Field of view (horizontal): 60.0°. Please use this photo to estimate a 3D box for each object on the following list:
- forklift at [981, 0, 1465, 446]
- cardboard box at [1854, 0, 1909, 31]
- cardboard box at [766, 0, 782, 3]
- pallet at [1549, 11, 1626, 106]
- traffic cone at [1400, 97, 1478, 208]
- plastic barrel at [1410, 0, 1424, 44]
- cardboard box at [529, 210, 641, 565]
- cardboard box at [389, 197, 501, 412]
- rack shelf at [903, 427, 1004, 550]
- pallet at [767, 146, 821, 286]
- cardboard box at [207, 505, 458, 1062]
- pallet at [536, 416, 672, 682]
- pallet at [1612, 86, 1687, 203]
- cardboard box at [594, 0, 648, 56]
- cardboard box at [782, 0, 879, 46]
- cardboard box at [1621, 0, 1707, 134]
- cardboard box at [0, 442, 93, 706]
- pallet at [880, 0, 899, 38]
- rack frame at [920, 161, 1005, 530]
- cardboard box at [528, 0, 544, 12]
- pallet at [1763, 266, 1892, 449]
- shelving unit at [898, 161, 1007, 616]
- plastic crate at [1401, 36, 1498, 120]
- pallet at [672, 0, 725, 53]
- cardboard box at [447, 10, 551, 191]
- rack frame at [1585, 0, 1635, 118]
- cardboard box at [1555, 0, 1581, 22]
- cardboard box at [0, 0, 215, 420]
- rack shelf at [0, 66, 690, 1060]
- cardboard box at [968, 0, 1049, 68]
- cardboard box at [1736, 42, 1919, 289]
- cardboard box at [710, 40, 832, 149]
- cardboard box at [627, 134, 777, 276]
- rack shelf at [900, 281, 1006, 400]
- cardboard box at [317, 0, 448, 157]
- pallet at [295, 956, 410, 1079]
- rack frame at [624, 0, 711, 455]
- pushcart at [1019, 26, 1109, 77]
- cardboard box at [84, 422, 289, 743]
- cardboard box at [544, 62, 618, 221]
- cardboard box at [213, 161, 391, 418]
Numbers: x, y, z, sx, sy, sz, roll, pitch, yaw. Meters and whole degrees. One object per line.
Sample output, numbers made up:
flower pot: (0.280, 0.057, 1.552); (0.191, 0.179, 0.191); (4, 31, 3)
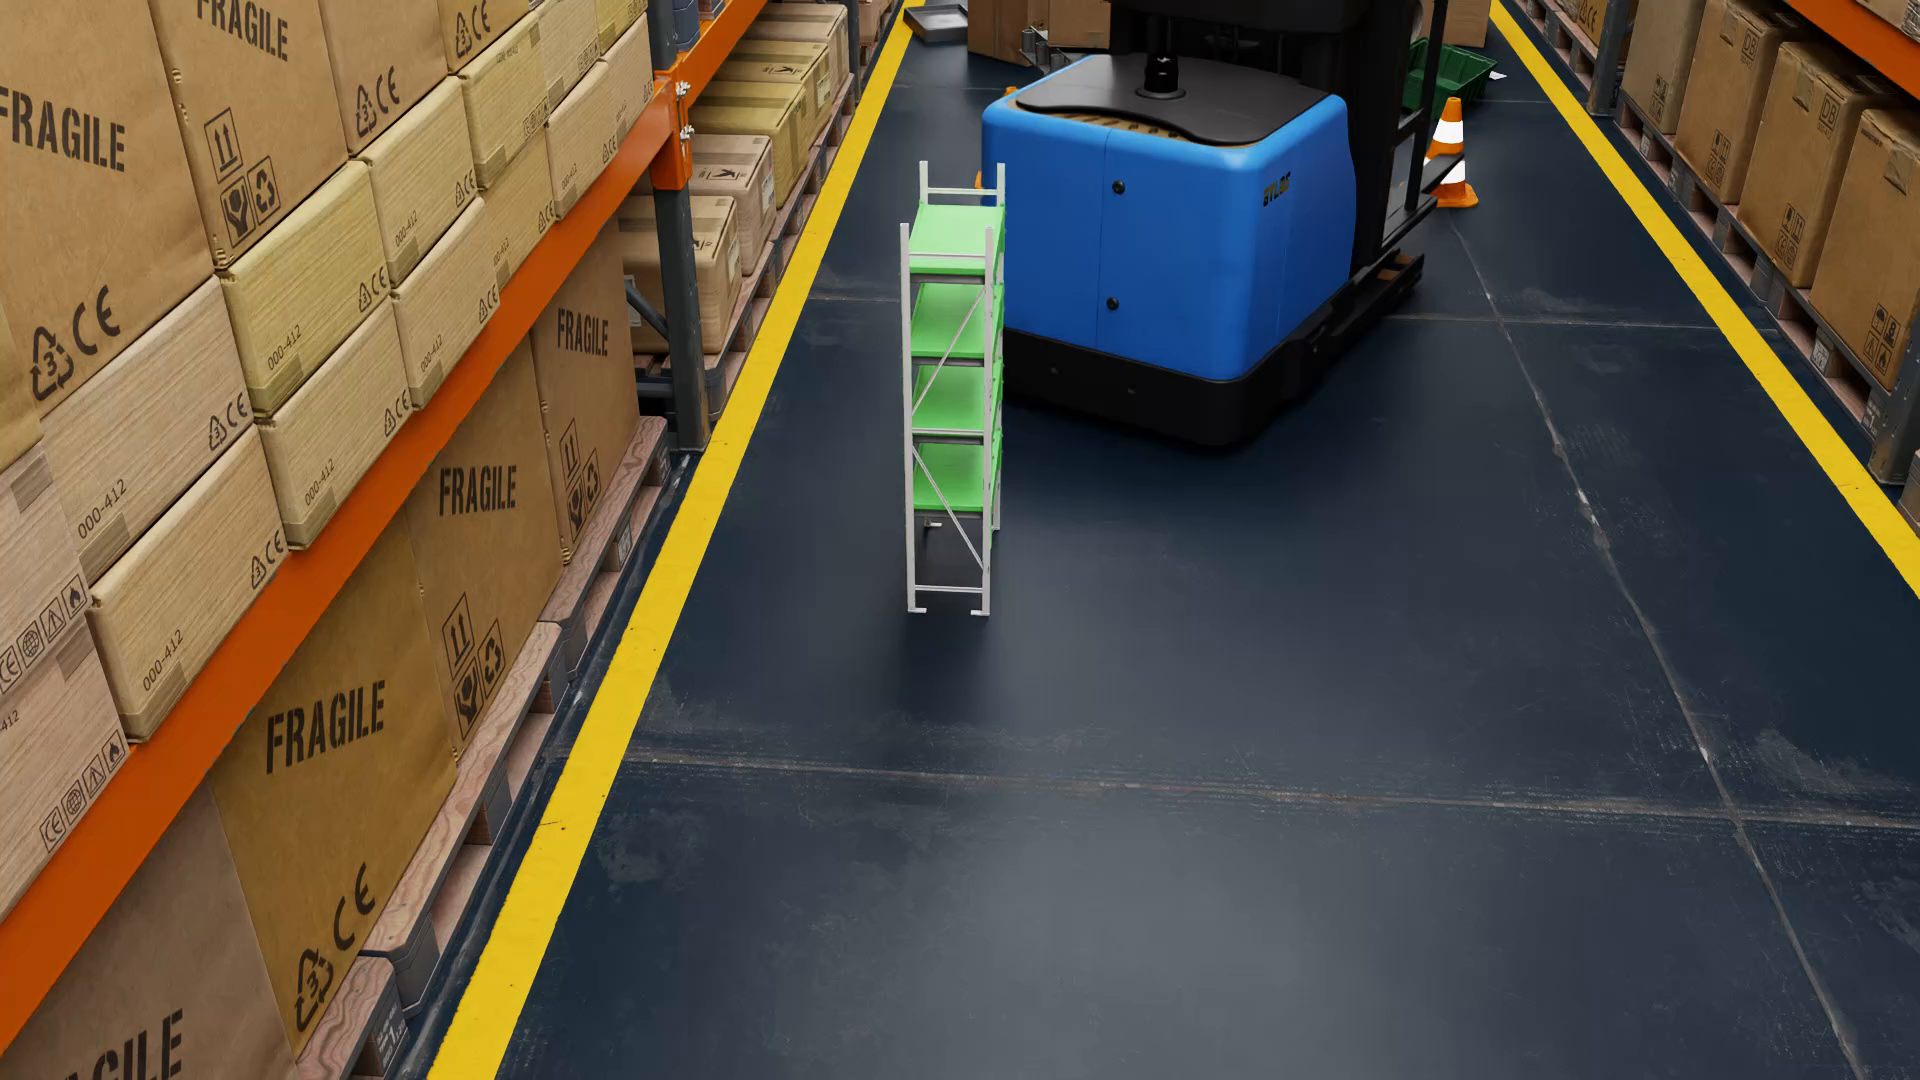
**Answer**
forklift: (1.268, -2.302, 6.191); (1.130, 2.935, 3.031); (18, 36, 27)
cardboard box: (3.378, -2.016, 5.566); (0.500, 0.500, 0.500); (2, 32, 4)
cardboard box: (-1.269, -3.044, 9.551); (0.500, 0.250, 0.500); (4, 32, 6)
pallet: (4.032, -2.764, 9.534); (1.003, 0.211, 1.213); (2, 32, 4)
traffic cone: (2.278, -1.840, 7.795); (0.336, 0.463, 0.334); (2, 32, 4)
plastic barrel: (2.456, -3.119, 9.907); (0.512, 0.421, 0.421); (27, 41, 37)
cardboard box: (-1.514, -0.541, 4.893); (0.875, 0.875, 0.875); (2, 32, 4)
cardboard box: (-1.254, -0.486, 3.323); (0.500, 0.250, 0.500); (2, 32, 3)
rack shelf: (-0.013, -0.166, 4.954); (0.258, 0.148, 0.480); (2, 32, 4)
pallet: (-1.208, -1.482, 7.453); (1.003, 0.211, 1.213); (2, 32, 4)
cardboard box: (-1.664, 0.393, 3.378); (0.875, 0.875, 0.875); (3, 32, 5)
pallet: (-1.514, -0.028, 5.094); (1.003, 0.211, 1.213); (2, 32, 4)
pallet: (3.905, -1.963, 8.234); (1.003, 0.211, 1.213); (2, 32, 4)
cardboard box: (-1.161, -1.509, 4.506); (0.500, 0.250, 0.500); (2, 32, 4)
cardboard box: (-0.732, -3.021, 9.513); (0.500, 0.250, 0.500); (1, 32, 2)
cardboard box: (3.932, -2.450, 8.110); (1.050, 0.750, 0.750); (2, 32, 4)
cardboard box: (-1.384, 0.101, 1.894); (0.500, 0.250, 0.500); (2, 32, 3)
pallet: (-0.933, -3.521, 10.762); (1.003, 0.211, 1.213); (2, 32, 4)
rack frame: (0.006, -0.552, 5.002); (0.240, 1.200, 0.015); (2, 32, 4)
cardboard box: (-1.190, -1.542, 3.845); (0.500, 0.500, 0.500); (3, 32, 5)
pallet: (3.706, -0.687, 6.164); (1.003, 0.211, 1.213); (2, 32, 4)
shelving unit: (-0.013, -0.424, 4.795); (0.258, 1.200, 0.503); (2, 32, 4)
plastic crate: (2.601, -2.531, 9.124); (0.450, 0.188, 0.662); (29, 41, 23)
pallet: (-1.423, -1.919, 5.688); (1.213, 0.211, 1.003); (2, 32, 4)
cardboard box: (-1.221, -0.972, 3.634); (0.500, 0.250, 0.500); (2, 32, 3)
rack frame: (3.892, -3.557, 8.163); (1.000, 3.000, 0.127); (2, 32, 4)
cardboard box: (4.083, -3.629, 9.904); (0.875, 0.875, 0.875); (3, 32, 4)
cardboard box: (-1.365, -0.486, 2.130); (0.500, 0.500, 0.500); (2, 32, 4)
rack shelf: (-1.538, -0.272, 3.518); (1.077, 0.370, 4.000); (2, 32, 4)
cardboard box: (0.394, -3.155, 9.890); (0.500, 0.500, 0.500); (27, 41, 37)
cardboard box: (3.774, -1.458, 6.501); (1.050, 0.750, 0.750); (3, 32, 5)
cardboard box: (-1.145, -2.125, 7.944); (0.950, 0.372, 0.625); (4, 32, 7)
cardboard box: (-1.267, -1.365, 6.711); (0.950, 0.372, 0.625); (2, 32, 3)
rack shelf: (-0.013, -0.574, 4.702); (0.258, 0.148, 0.480); (2, 32, 4)
cardboard box: (-1.285, -1.018, 2.995); (0.500, 0.500, 0.500); (2, 32, 3)
pallet: (-1.713, 1.248, 3.023); (1.003, 0.211, 1.213); (2, 32, 4)
rack frame: (-1.375, -1.624, 5.026); (1.000, 3.000, 0.127); (2, 32, 4)
pushcart: (1.227, -2.528, 8.992); (1.648, 0.377, 0.936); (-8, 33, -13)
cardboard box: (-1.361, 0.042, 2.466); (0.500, 0.250, 0.500); (2, 32, 3)
cardboard box: (-1.183, -1.017, 4.184); (0.500, 0.250, 0.500); (3, 32, 5)
cardboard box: (-1.302, -0.436, 2.765); (0.500, 0.250, 0.500); (3, 32, 5)
